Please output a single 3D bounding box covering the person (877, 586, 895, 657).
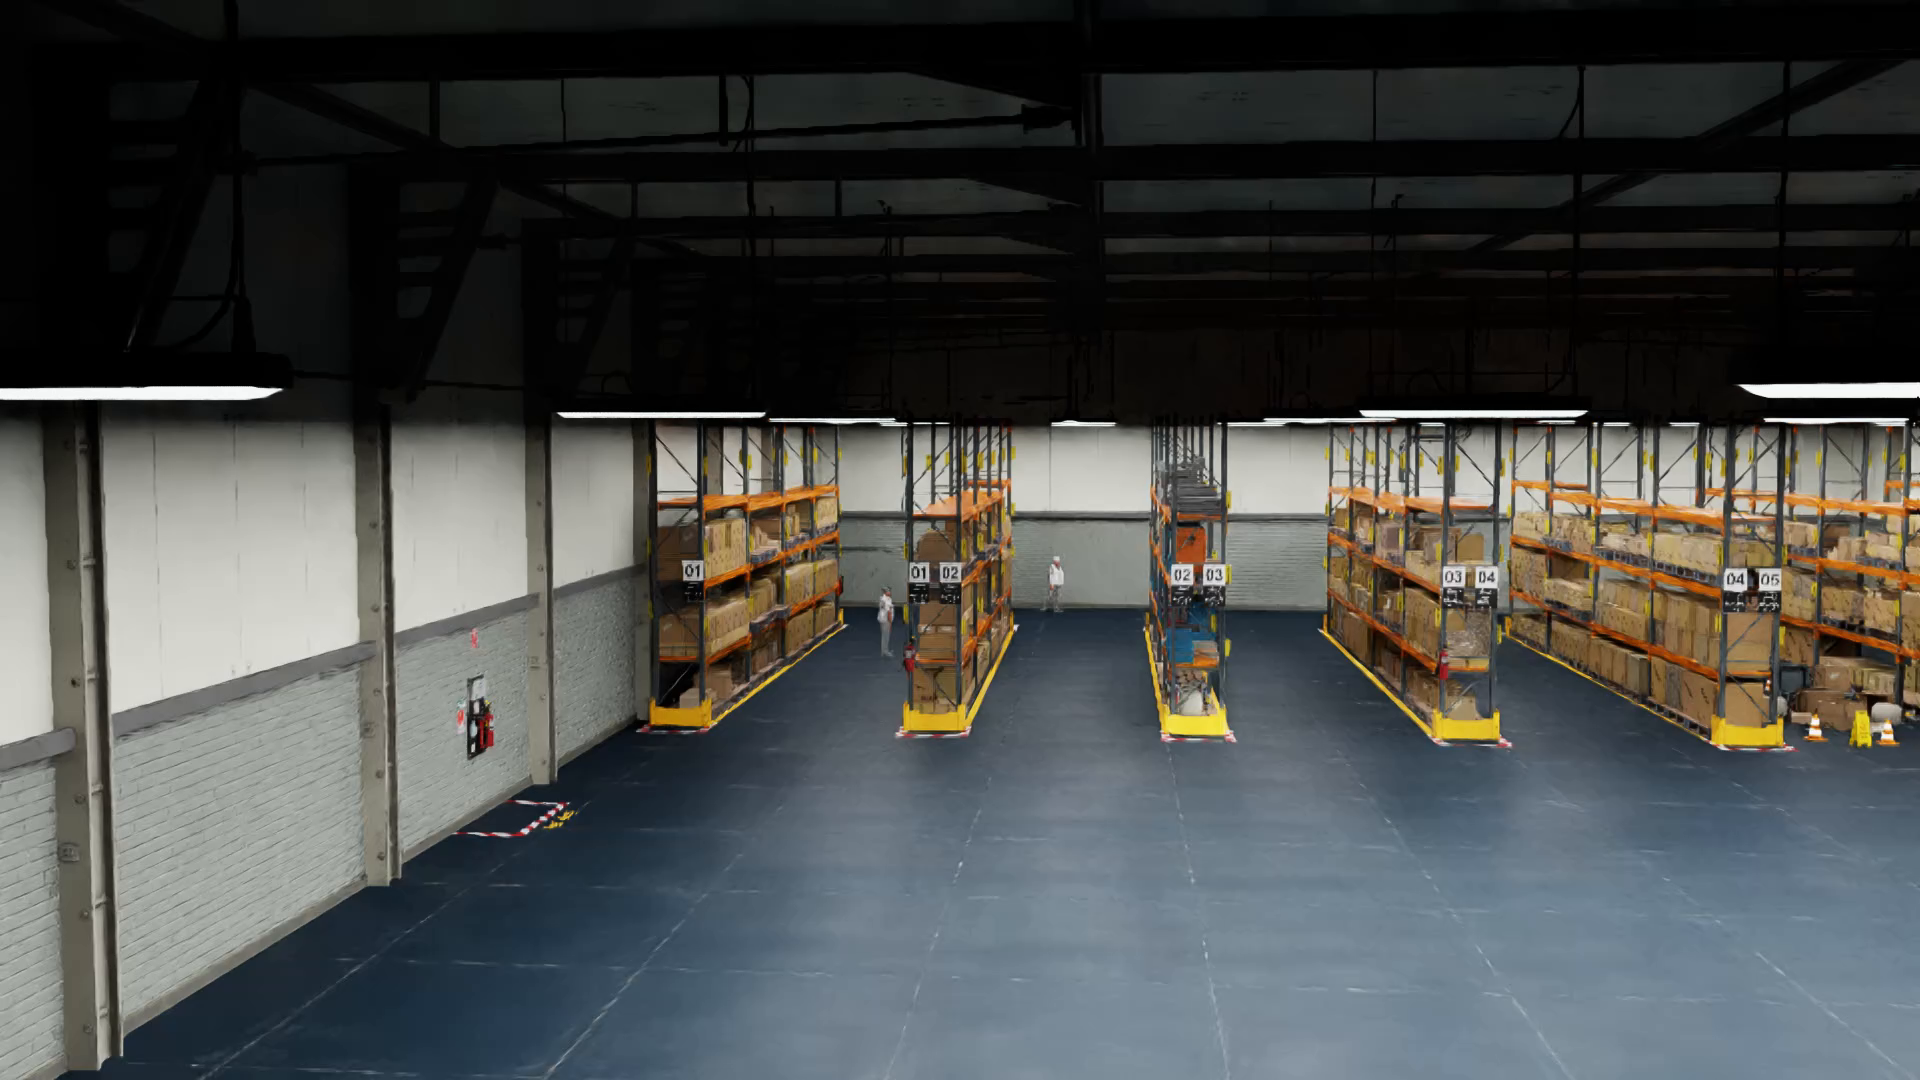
[{"bbox_3d":[-1.809,2.029,41.647,0.492,1.765,0.627,-2,4,-22],"label":"person"}]

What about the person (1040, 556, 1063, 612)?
[{"bbox_3d":[2.855,1.371,51.656,0.728,1.765,0.511,-3,5,-38],"label":"person"}]

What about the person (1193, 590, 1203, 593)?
[{"bbox_3d":[6.528,1.726,46.055,0.387,1.764,0.714,2,4,29],"label":"person"}]
